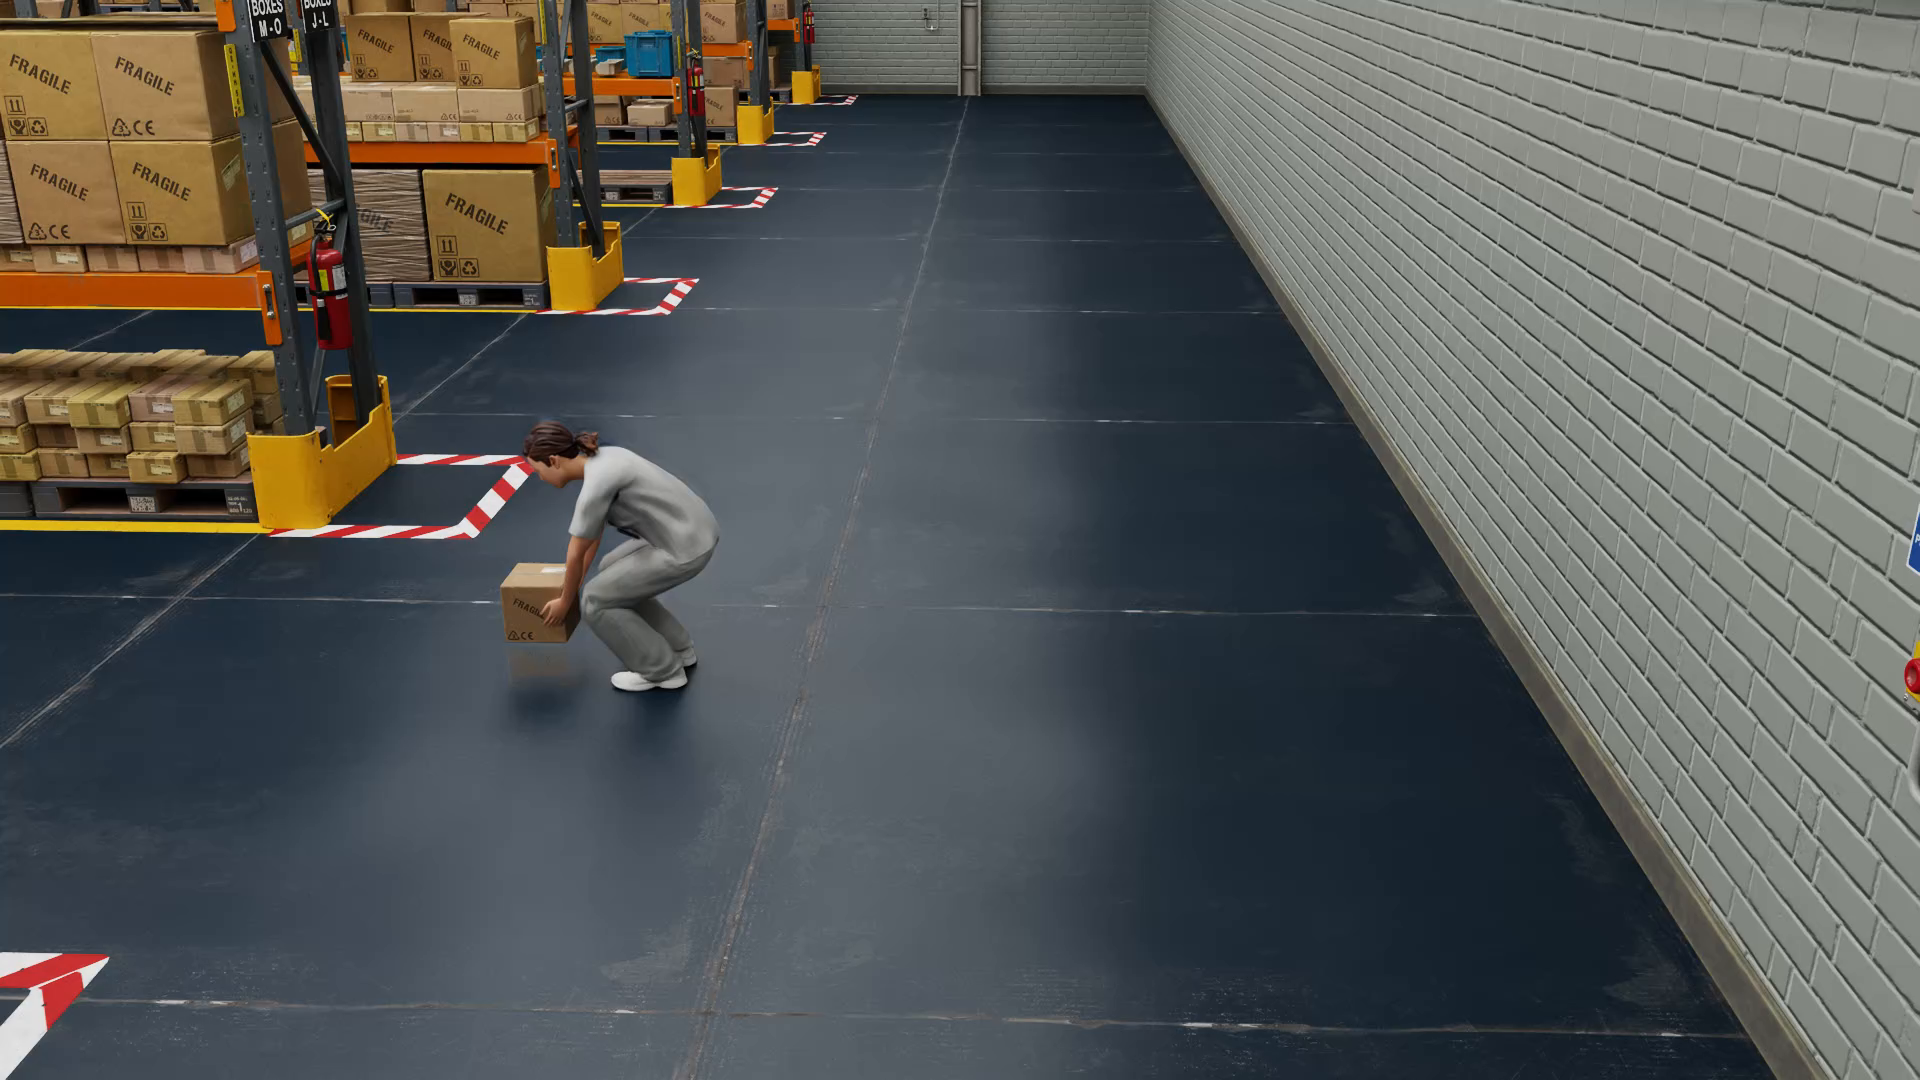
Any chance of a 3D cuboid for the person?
[{"bbox_3d":[-1.352,0.054,6.730,0.747,1.116,0.496,1,21,2],"label":"person"}]
